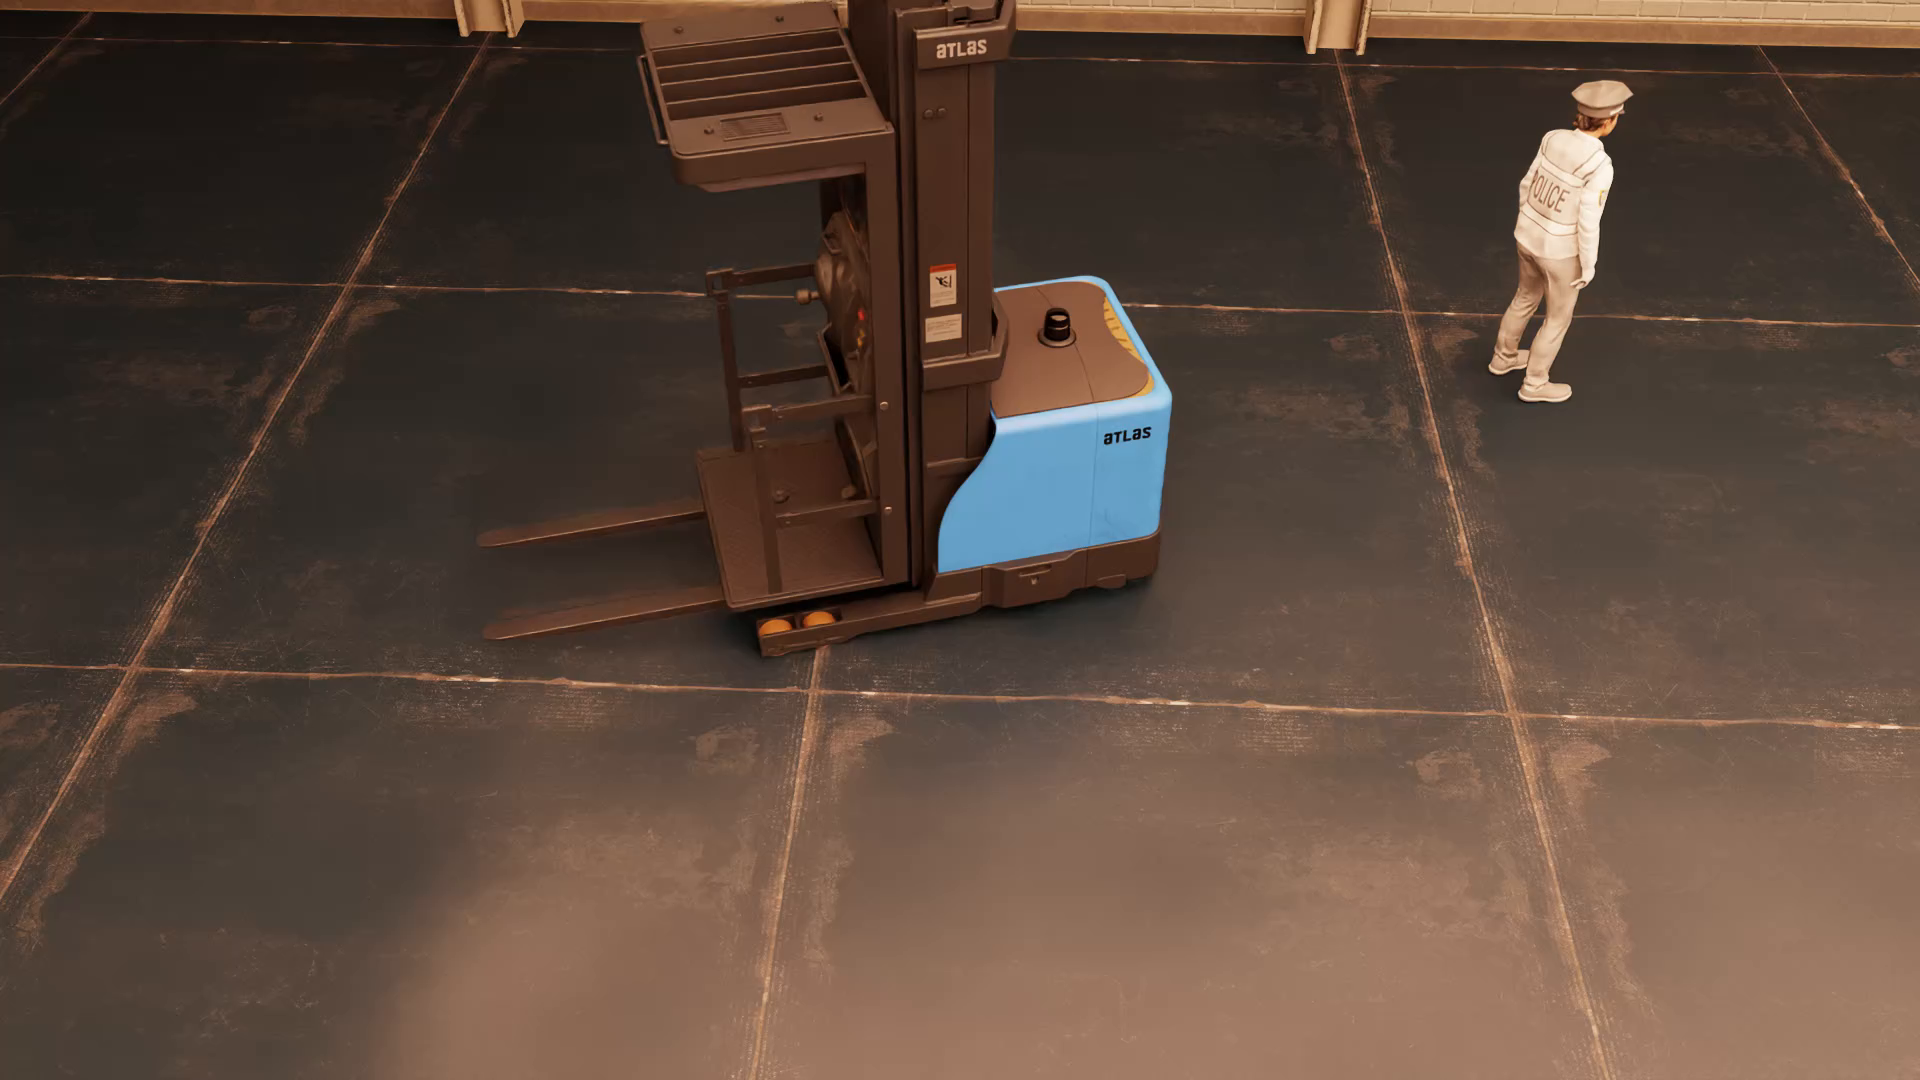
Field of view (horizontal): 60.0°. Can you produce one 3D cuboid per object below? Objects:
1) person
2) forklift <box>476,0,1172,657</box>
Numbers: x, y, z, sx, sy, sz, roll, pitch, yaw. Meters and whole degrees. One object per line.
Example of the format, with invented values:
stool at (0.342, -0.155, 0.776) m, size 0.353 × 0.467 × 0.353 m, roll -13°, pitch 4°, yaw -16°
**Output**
person at (2.971, -1.473, 8.299) m, size 0.376 × 1.662 × 0.528 m, roll -17°, pitch 45°, yaw -17°
forklift at (-0.661, -0.965, 6.799) m, size 3.031 × 2.935 × 1.130 m, roll -10°, pitch 43°, yaw -11°
